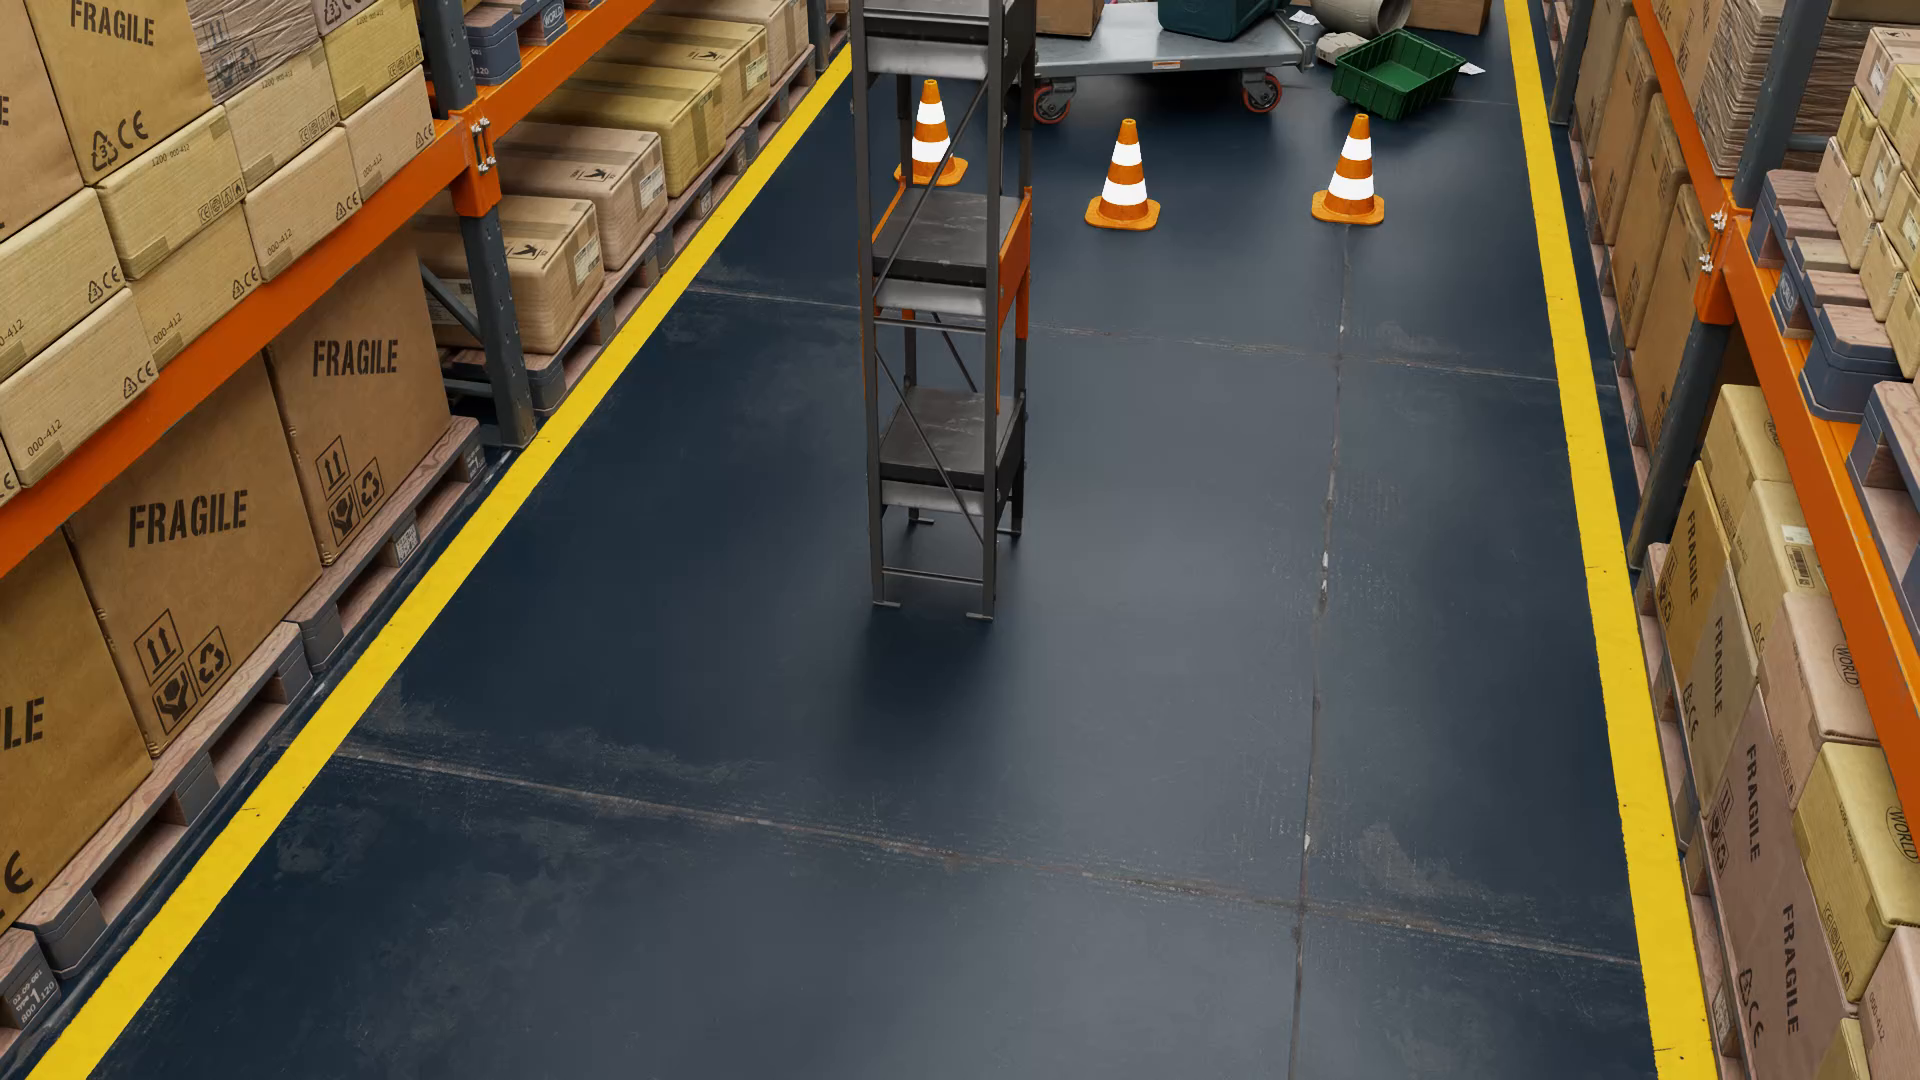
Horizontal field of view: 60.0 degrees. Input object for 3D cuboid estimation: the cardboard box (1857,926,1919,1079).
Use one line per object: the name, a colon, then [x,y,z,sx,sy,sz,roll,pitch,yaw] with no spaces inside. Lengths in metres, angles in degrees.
cardboard box: [1.937,0.999,2.949,0.500,0.250,0.500,9,37,12]

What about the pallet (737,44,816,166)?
pallet: [-1.411,-2.361,8.828,1.003,0.211,1.213,7,37,10]

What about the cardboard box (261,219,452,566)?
cardboard box: [-2.330,-0.568,5.430,0.875,0.875,0.875,7,37,10]

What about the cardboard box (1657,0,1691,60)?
cardboard box: [2.805,-1.986,5.848,0.500,0.500,0.500,7,36,9]

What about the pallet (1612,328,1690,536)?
pallet: [2.998,-0.394,6.114,1.003,0.211,1.213,7,37,10]

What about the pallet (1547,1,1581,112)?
pallet: [3.850,-2.671,9.256,1.003,0.211,1.213,7,37,10]

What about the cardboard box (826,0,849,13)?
cardboard box: [-0.857,-3.298,9.729,0.500,0.250,0.500,6,36,8]

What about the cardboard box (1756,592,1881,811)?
cardboard box: [2.146,0.395,3.782,0.500,0.250,0.500,8,37,10]

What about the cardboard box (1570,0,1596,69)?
cardboard box: [3.814,-3.036,8.835,0.875,0.875,0.875,8,37,11]

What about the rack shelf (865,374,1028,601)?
rack shelf: [-0.035,-0.177,5.422,0.431,0.518,0.480,7,37,10]

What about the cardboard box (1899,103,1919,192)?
cardboard box: [2.357,-0.855,3.723,0.380,0.149,0.250,7,37,10]

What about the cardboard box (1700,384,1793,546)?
cardboard box: [2.373,-0.177,4.572,0.500,0.250,0.500,6,36,8]

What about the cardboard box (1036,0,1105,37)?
cardboard box: [0.499,-3.025,8.853,0.500,0.500,0.500,7,37,10]

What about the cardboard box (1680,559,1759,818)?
cardboard box: [2.252,0.423,4.382,0.500,0.500,0.500,8,37,11]

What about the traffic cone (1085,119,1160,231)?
traffic cone: [0.771,-1.731,7.745,0.336,0.463,0.334,7,37,10]

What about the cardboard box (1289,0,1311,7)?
cardboard box: [2.179,-3.483,10.330,0.396,0.266,0.258,14,38,18]

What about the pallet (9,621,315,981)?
pallet: [-2.606,0.626,4.707,1.003,0.211,1.213,7,37,10]

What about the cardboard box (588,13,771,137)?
cardboard box: [-1.506,-2.329,8.289,0.950,0.372,0.625,10,37,13]

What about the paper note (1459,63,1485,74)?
paper note: [2.870,-2.671,9.409,0.147,0.020,0.142,-17,39,-22]

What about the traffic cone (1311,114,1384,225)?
traffic cone: [1.849,-1.767,7.794,0.336,0.463,0.334,7,37,10]

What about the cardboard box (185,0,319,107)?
cardboard box: [-2.057,-1.464,4.277,0.500,0.500,0.500,8,37,11]

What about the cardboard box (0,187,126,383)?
cardboard box: [-2.262,-0.587,3.706,0.500,0.250,0.500,6,36,9]

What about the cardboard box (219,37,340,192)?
cardboard box: [-2.062,-1.181,4.525,0.500,0.250,0.500,6,36,9]

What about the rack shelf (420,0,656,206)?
rack shelf: [-1.674,-2.499,7.255,1.077,0.370,4.000,7,37,10]

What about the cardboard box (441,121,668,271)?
cardboard box: [-1.821,-1.496,7.140,0.950,0.372,0.625,7,36,9]

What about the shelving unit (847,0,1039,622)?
shelving unit: [-0.035,-0.755,5.003,0.431,2.100,0.503,7,37,10]

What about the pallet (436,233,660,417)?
pallet: [-1.933,-0.962,6.898,1.003,0.211,1.213,7,37,10]

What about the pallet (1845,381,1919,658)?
pallet: [2.374,0.137,3.169,1.003,0.211,1.213,7,37,10]

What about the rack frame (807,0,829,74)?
rack frame: [-1.247,-3.937,8.626,1.000,3.000,0.127,7,37,10]

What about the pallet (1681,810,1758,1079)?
pallet: [2.325,1.193,3.924,1.003,0.211,1.213,7,37,10]

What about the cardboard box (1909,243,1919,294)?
cardboard box: [2.294,-0.564,3.575,0.380,0.149,0.250,7,37,10]

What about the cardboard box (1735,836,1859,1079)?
cardboard box: [2.038,1.011,3.571,0.500,0.500,0.500,7,36,9]

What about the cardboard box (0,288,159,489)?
cardboard box: [-2.254,-0.383,3.850,0.500,0.250,0.500,7,36,9]

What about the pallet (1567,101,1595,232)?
pallet: [3.520,-1.793,8.044,1.003,0.211,1.213,7,37,10]

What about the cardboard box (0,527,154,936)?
cardboard box: [-2.716,0.456,4.018,0.875,0.875,0.875,8,37,11]

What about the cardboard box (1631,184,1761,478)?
cardboard box: [2.974,-0.678,5.688,1.050,0.750,0.750,7,36,9]

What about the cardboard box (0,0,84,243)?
cardboard box: [-2.285,-0.891,3.486,0.500,0.500,0.500,7,36,9]

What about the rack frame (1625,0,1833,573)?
rack frame: [2.756,-1.081,4.685,1.000,3.000,0.127,7,37,10]

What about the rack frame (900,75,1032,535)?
rack frame: [0.017,-0.895,5.196,0.400,2.100,0.015,7,37,10]

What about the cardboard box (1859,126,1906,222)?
cardboard box: [2.401,-0.862,3.986,0.380,0.149,0.250,9,37,12]

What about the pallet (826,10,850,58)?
pallet: [-1.138,-3.197,9.981,1.003,0.211,1.213,7,37,10]

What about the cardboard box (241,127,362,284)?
cardboard box: [-2.049,-0.965,4.654,0.500,0.250,0.500,8,37,11]

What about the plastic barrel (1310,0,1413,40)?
plastic barrel: [2.355,-3.174,9.768,0.421,0.421,0.512,-24,42,-30]

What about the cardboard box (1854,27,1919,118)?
cardboard box: [2.468,-1.147,4.126,0.380,0.149,0.250,7,37,10]

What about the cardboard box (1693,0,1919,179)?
cardboard box: [2.590,-1.413,5.059,0.500,0.500,0.500,7,37,10]

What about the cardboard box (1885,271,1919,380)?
cardboard box: [2.293,-0.455,3.677,0.380,0.149,0.250,9,37,12]

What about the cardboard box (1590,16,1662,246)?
cardboard box: [3.356,-1.713,7.117,1.050,0.750,0.750,7,37,10]

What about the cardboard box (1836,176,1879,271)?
cardboard box: [2.406,-0.764,4.105,0.380,0.149,0.250,9,37,12]

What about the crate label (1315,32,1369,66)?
crate label: [2.188,-2.799,9.495,0.298,0.136,0.250,-17,39,-22]

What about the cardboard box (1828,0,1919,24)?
cardboard box: [2.862,-1.782,4.716,0.700,0.500,0.500,7,37,10]

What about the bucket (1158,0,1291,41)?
bucket: [1.388,-3.031,8.870,0.726,0.611,0.620,20,51,26]

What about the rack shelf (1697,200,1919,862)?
rack shelf: [2.329,0.357,3.314,1.077,0.370,4.000,7,37,10]
